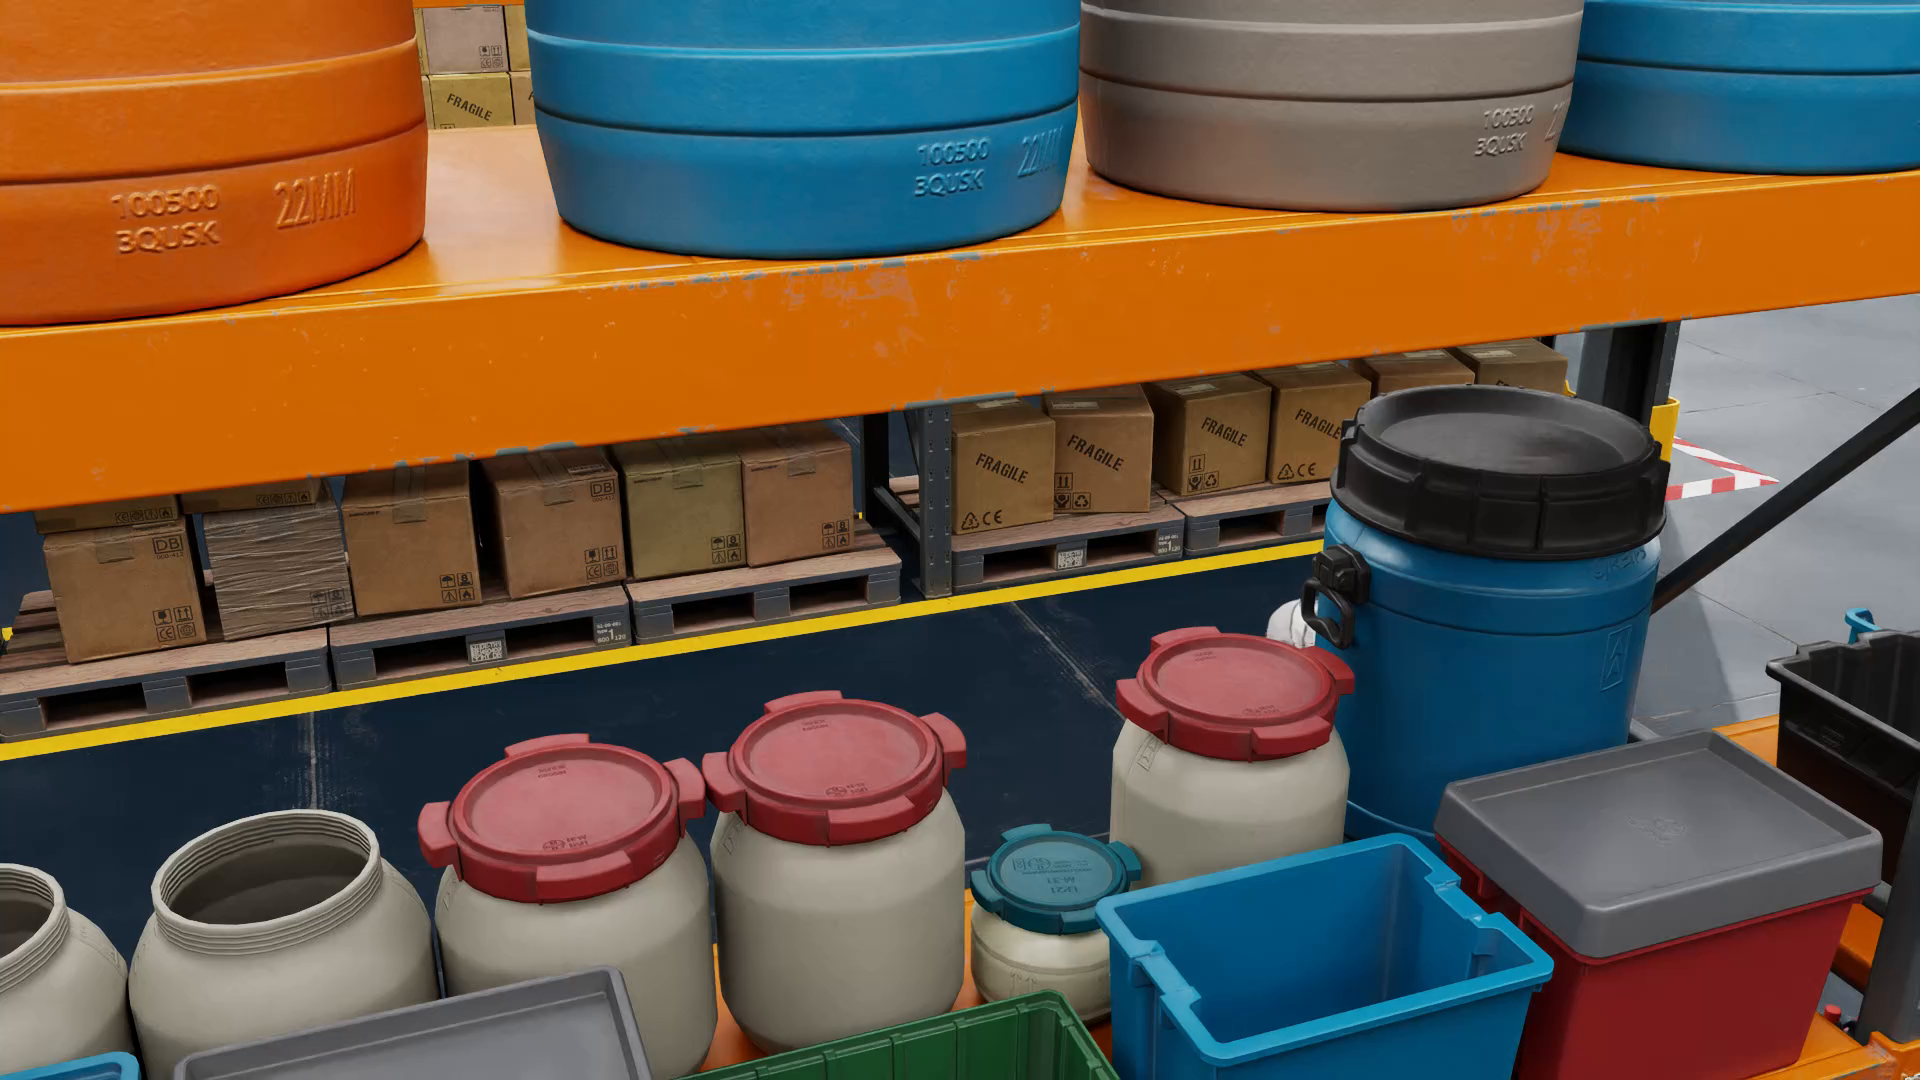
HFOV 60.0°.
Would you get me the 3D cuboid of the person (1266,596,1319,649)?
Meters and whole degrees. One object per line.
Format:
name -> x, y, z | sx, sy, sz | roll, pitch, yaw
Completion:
person -> 1.404, 0.644, 5.749 | 0.449, 0.772, 0.912 | -9, 24, -21
